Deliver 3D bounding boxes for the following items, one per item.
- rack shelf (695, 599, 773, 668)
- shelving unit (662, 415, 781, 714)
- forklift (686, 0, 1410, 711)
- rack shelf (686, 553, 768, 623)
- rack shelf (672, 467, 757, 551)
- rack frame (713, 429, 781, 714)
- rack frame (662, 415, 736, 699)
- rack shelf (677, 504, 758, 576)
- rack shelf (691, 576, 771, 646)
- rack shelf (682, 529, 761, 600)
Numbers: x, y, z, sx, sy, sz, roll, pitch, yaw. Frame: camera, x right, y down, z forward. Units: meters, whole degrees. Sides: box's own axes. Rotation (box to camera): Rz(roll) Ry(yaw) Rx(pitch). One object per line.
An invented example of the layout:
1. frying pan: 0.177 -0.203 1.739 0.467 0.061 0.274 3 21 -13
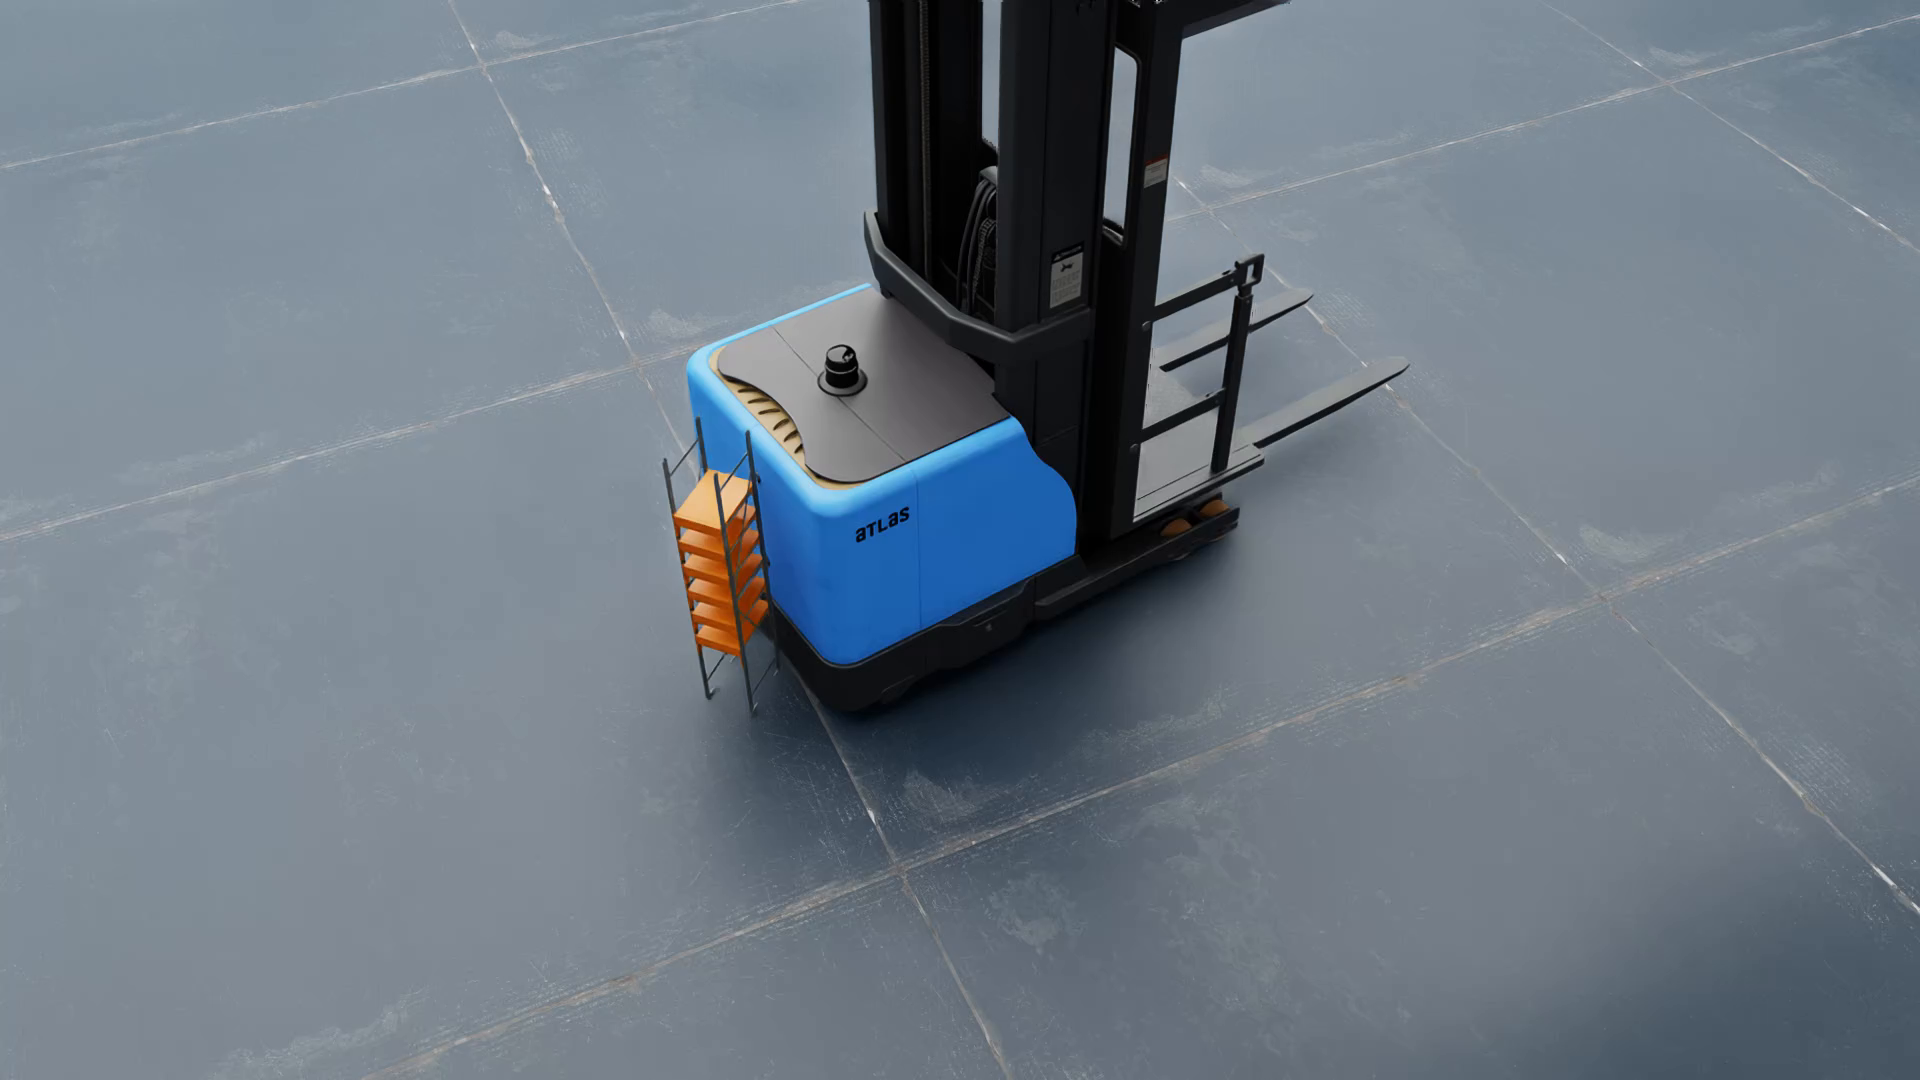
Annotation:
1. rack shelf: -0.809 0.313 5.979 0.180 0.103 0.258 16 48 16
2. shelving unit: -0.812 0.115 5.775 0.189 1.200 0.258 16 48 16
3. forklift: 0.517 -1.246 5.926 3.031 2.935 1.130 -26 50 -24
4. rack shelf: -0.811 0.146 5.807 0.180 0.103 0.258 16 48 16
5. rack shelf: -0.814 -0.106 5.550 0.180 0.103 0.258 16 48 16
6. rack frame: -0.727 0.139 5.751 0.006 1.200 0.240 16 48 16
7. rack frame: -0.896 0.091 5.800 0.006 1.200 0.240 16 48 16
8. rack shelf: -0.813 -0.022 5.635 0.180 0.103 0.258 16 48 16
9. rack shelf: -0.810 0.230 5.893 0.180 0.103 0.258 16 48 16
10. rack shelf: -0.812 0.062 5.721 0.180 0.103 0.258 16 48 16
